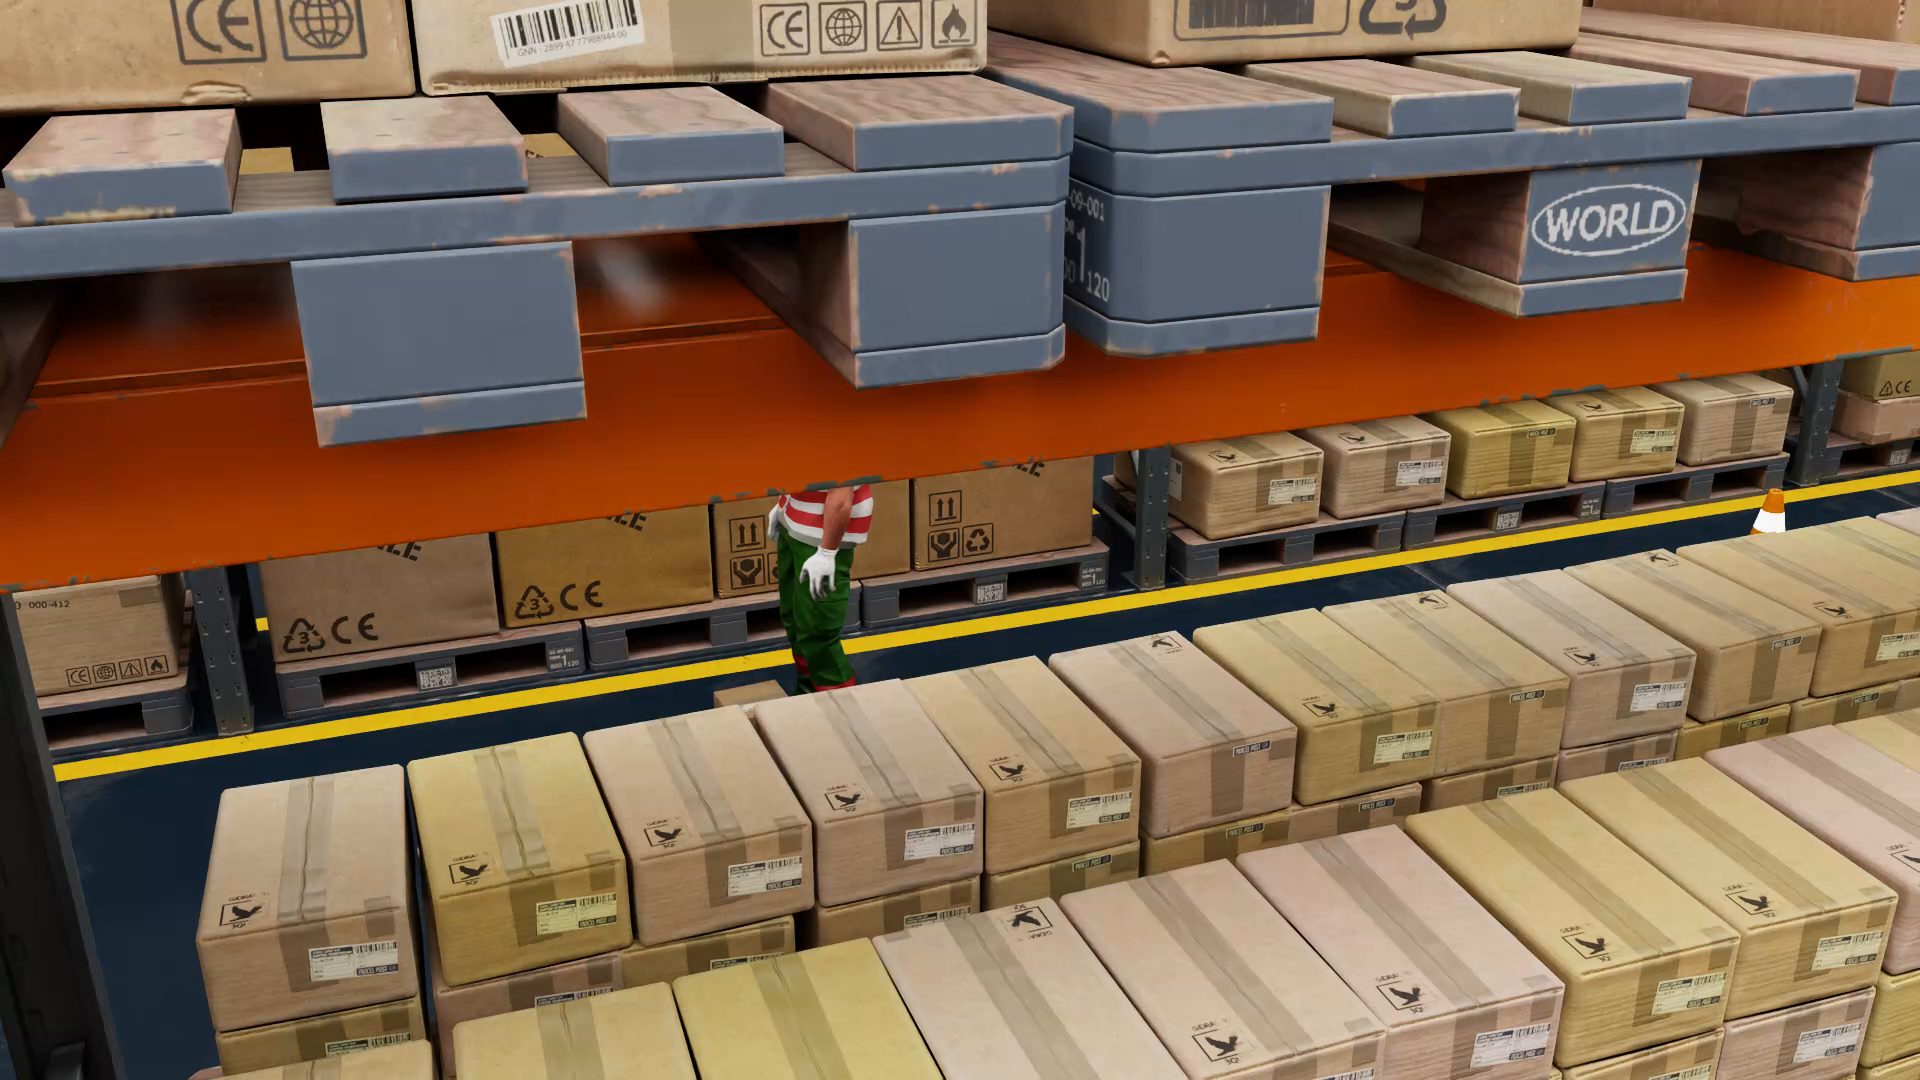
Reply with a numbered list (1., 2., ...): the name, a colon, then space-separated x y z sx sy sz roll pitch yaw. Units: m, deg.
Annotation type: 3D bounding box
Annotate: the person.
1. person: -0.565 -0.018 6.115 0.454 1.779 0.609 -8 24 -19
